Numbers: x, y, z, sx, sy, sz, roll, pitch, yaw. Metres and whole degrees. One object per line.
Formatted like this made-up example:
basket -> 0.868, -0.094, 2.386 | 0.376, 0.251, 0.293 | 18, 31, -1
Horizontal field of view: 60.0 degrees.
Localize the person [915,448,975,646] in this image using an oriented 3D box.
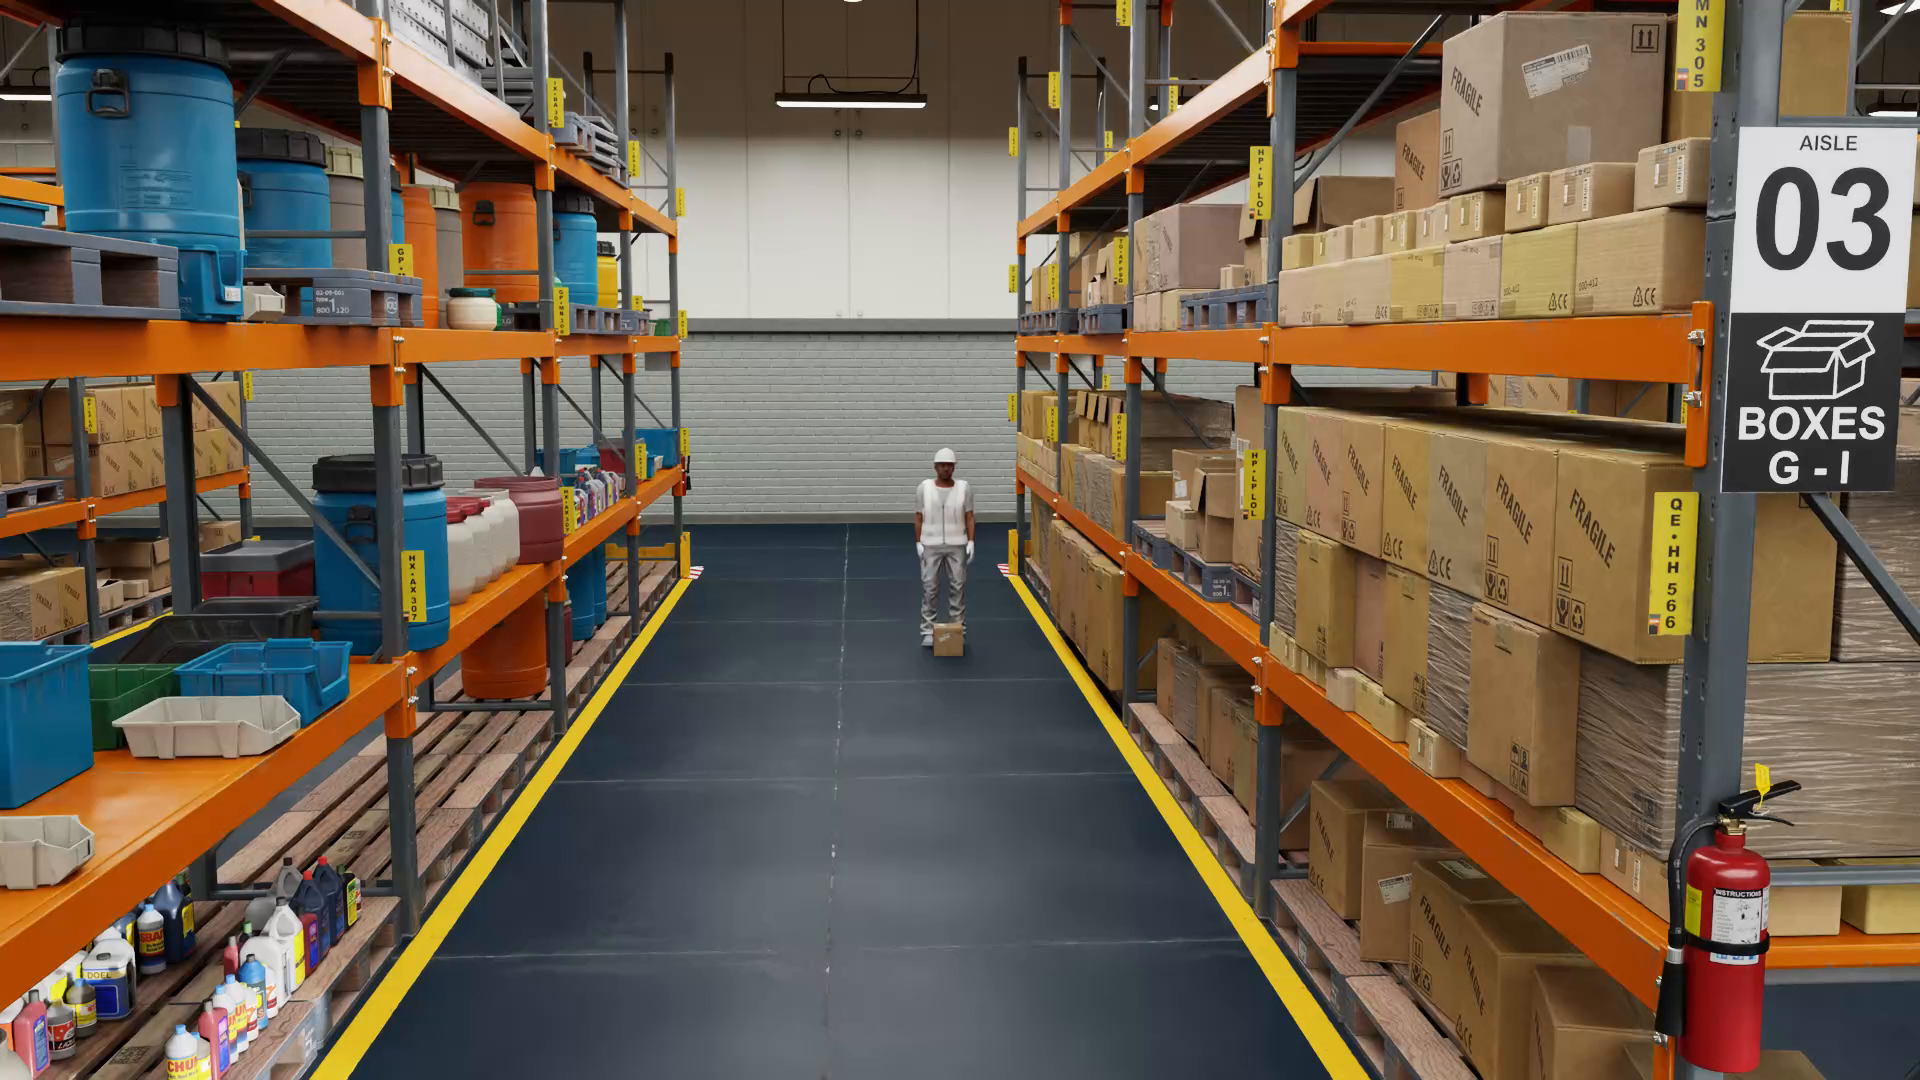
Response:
person -> -0.136, 0.063, 15.099 | 0.548, 1.787, 0.378 | 0, 7, -3
